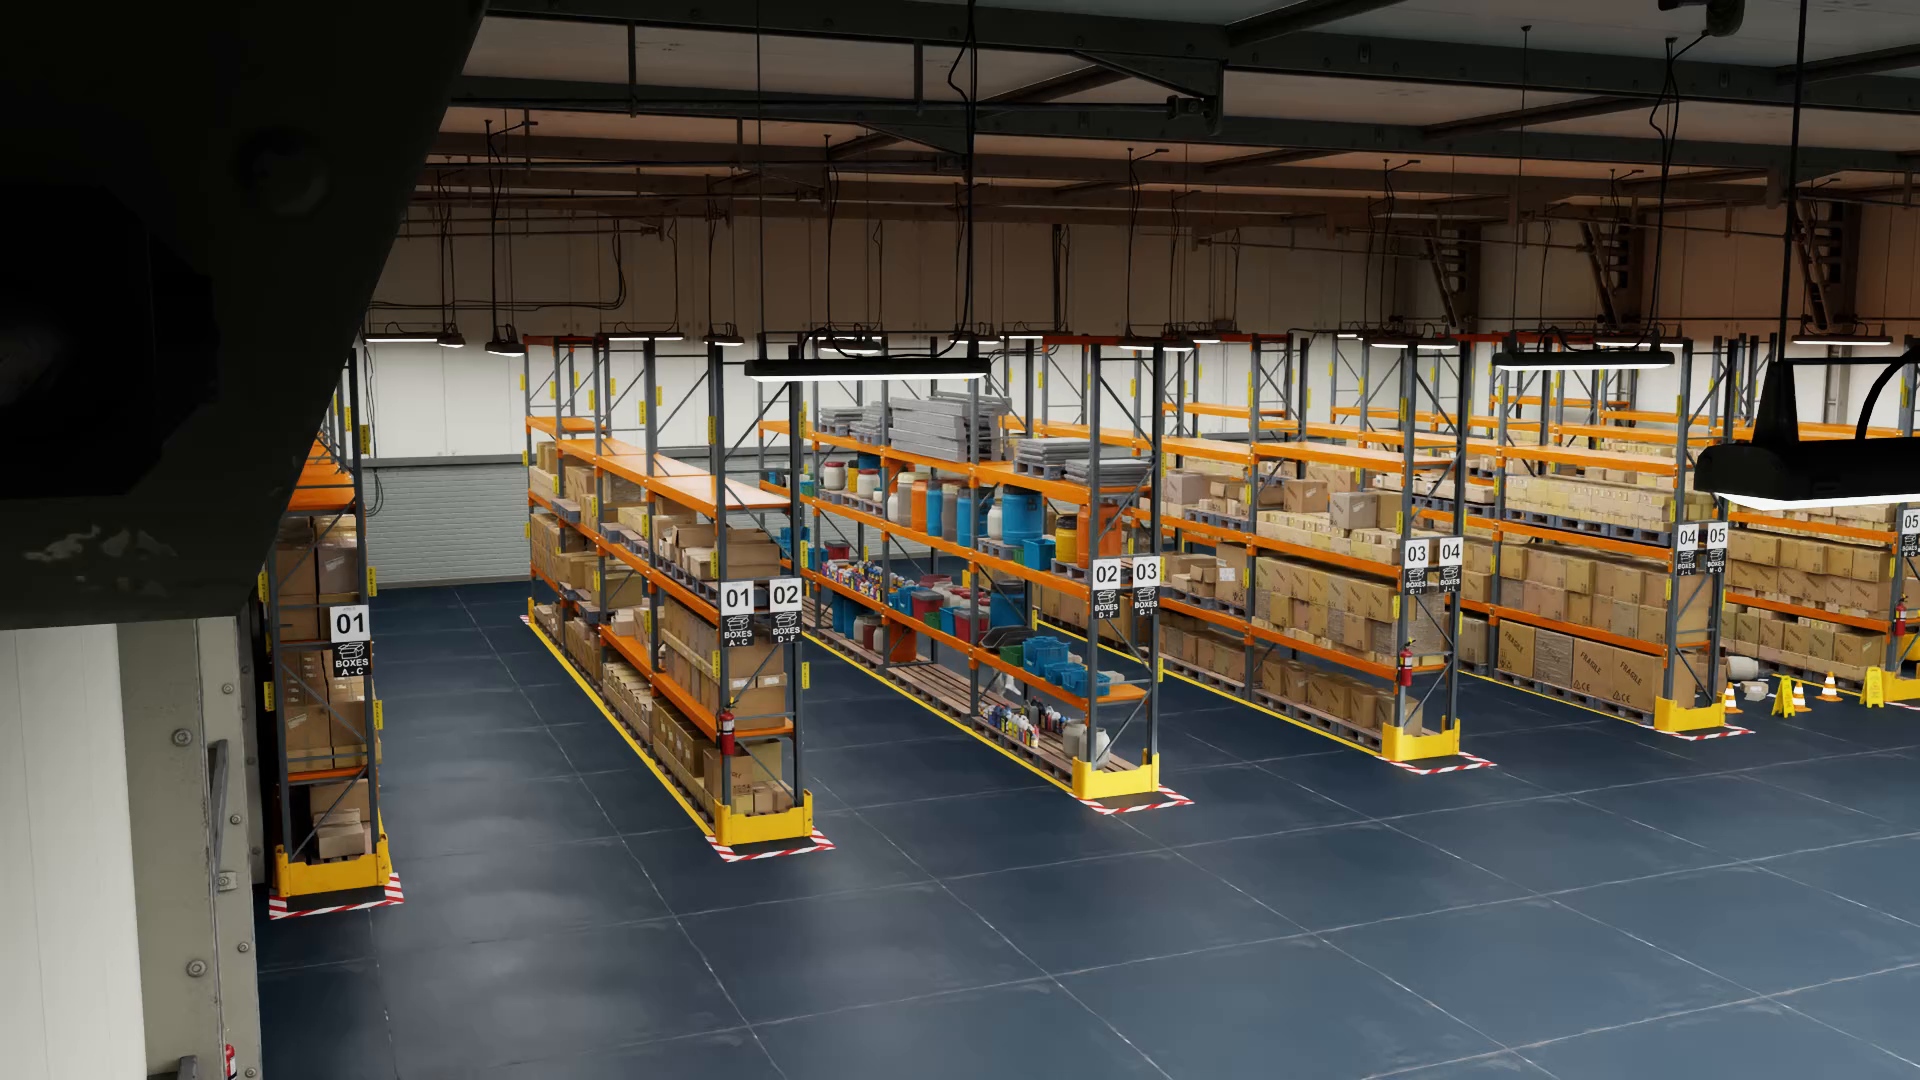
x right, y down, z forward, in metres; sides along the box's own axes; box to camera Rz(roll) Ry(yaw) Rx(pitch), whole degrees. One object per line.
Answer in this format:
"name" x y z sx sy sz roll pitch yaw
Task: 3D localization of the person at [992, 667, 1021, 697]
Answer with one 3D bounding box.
"person" 0.691 1.767 27.781 0.627 1.776 0.575 -1 8 -7
